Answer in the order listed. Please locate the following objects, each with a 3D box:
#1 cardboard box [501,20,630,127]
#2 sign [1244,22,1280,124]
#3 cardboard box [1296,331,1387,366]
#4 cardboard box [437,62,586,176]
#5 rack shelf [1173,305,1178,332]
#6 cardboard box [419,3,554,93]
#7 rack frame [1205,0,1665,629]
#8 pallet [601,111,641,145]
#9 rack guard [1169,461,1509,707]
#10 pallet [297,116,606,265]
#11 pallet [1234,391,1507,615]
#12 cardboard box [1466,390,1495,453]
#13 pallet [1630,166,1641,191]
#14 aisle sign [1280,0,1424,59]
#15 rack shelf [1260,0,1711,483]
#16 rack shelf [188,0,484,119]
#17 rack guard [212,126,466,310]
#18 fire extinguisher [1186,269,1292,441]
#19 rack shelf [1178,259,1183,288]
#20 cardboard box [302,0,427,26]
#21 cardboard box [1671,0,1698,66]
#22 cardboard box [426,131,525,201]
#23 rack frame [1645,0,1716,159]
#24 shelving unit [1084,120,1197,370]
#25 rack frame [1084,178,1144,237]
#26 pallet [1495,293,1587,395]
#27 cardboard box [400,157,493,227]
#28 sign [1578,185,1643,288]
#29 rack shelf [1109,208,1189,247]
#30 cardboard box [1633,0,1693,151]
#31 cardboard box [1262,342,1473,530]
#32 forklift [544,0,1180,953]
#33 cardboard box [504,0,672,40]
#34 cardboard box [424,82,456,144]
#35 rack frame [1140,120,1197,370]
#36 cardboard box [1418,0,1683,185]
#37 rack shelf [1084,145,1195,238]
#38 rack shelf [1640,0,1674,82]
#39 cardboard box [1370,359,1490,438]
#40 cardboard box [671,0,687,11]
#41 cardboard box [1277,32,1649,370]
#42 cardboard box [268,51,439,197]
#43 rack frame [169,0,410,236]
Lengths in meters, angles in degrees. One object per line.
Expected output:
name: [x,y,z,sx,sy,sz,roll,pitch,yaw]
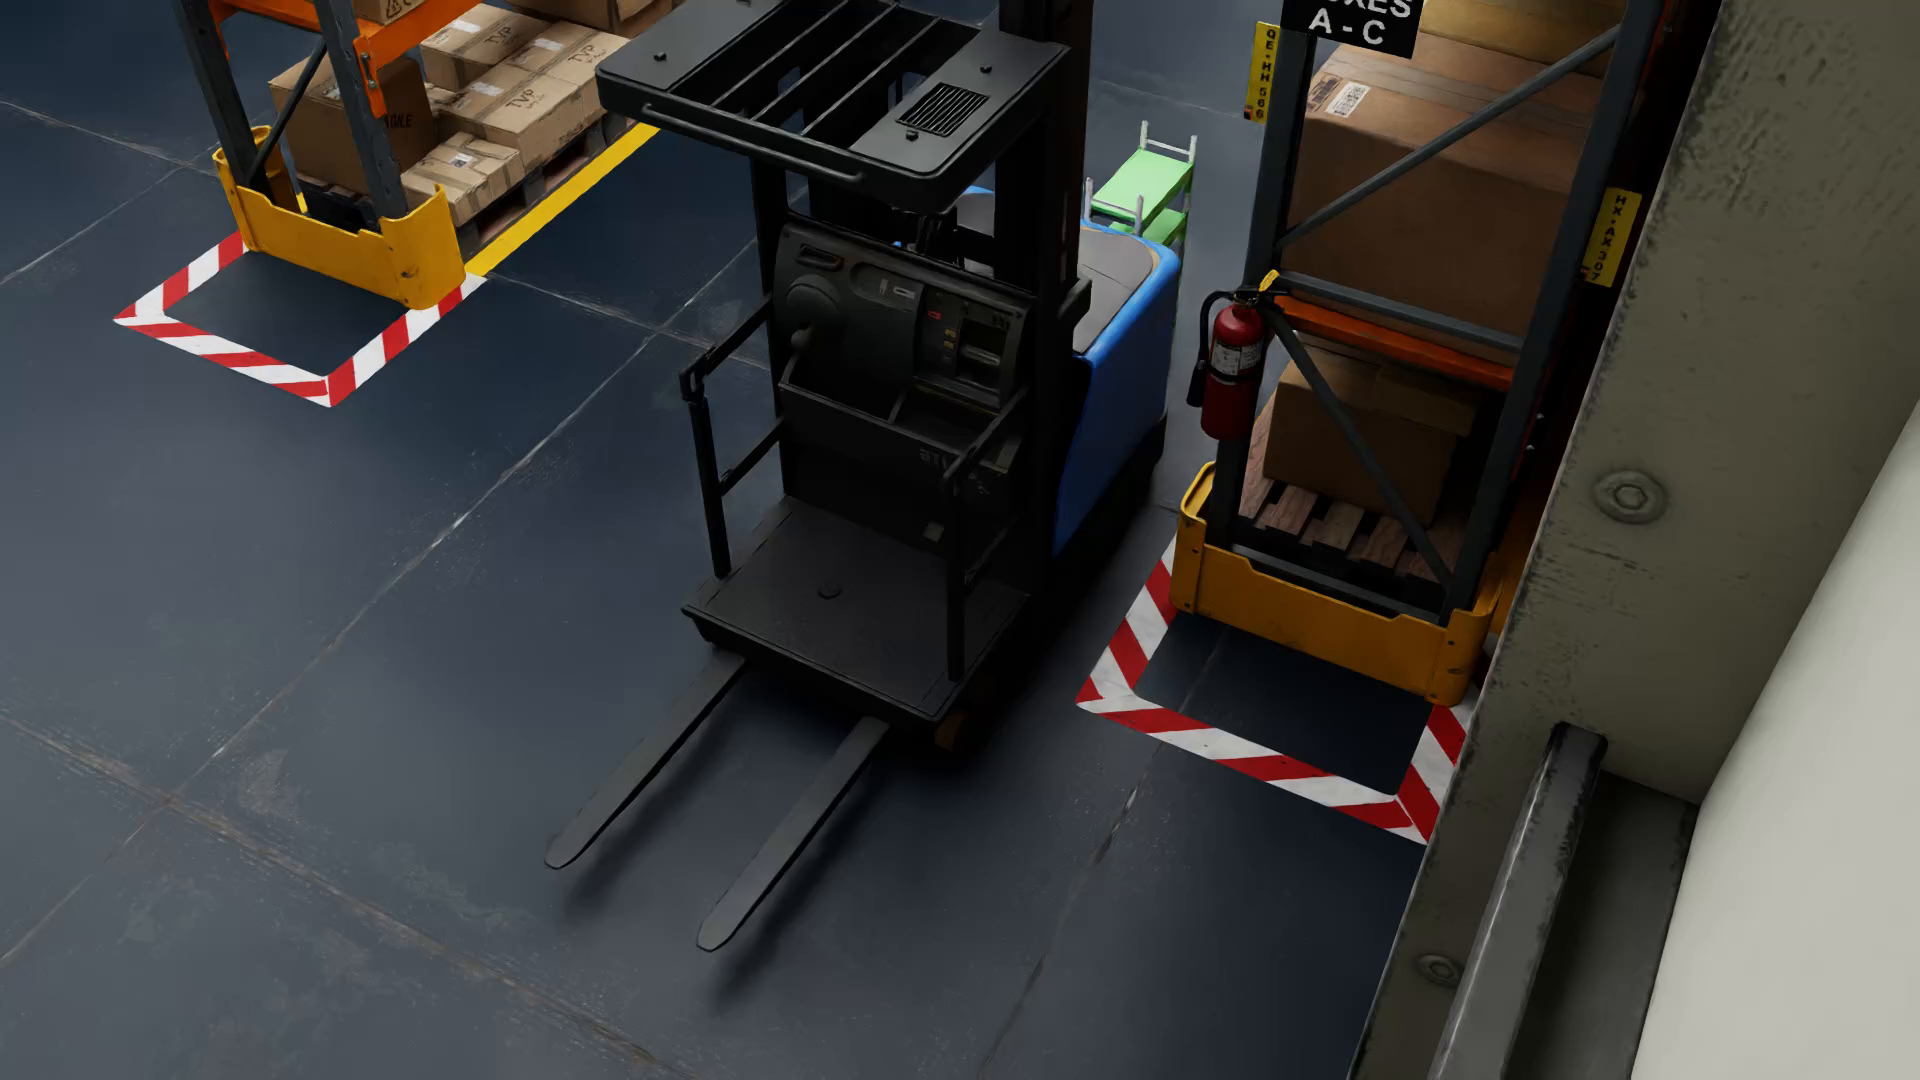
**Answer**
cardboard box: [-2.017,-2.437,8.674,0.500,0.250,0.500,20,49,19]
sign: [0.931,-1.415,5.059,0.100,0.325,0.005,20,49,19]
cardboard box: [1.539,-0.849,6.486,0.380,0.149,0.250,20,49,19]
cardboard box: [-2.249,-2.122,8.362,0.500,0.250,0.500,20,49,19]
rack shelf: [0.721,-0.871,7.195,0.258,0.148,0.480,23,50,21]
cardboard box: [-2.483,-2.571,8.806,0.500,0.250,0.500,20,49,19]
rack frame: [1.405,-0.737,5.370,1.000,3.000,0.127,20,49,19]
pallet: [-2.013,-2.706,9.276,1.003,0.211,1.213,20,49,19]
rack guard: [1.394,0.157,6.244,1.175,0.500,0.348,20,49,19]
pallet: [-2.580,-1.940,8.520,1.003,0.211,1.213,20,49,19]
pallet: [1.707,-0.286,6.885,1.003,0.211,1.213,20,49,19]
cardboard box: [1.873,-0.795,6.889,0.700,0.500,0.500,20,49,19]
pallet: [2.839,-1.824,8.404,1.003,0.211,1.213,20,49,19]
aisle sign: [1.106,-1.705,4.498,0.394,0.787,0.004,20,49,19]
rack shelf: [2.333,-1.744,6.871,1.077,0.370,4.000,20,49,19]
rack shelf: [-2.056,-3.377,8.485,1.077,0.370,4.000,20,49,19]
rack guard: [-2.949,-1.539,7.920,1.175,0.500,0.348,20,49,19]
fire extinguisher: [0.926,-0.636,5.586,0.296,0.674,0.183,20,49,19]
rack shelf: [0.721,-1.040,7.024,0.258,0.148,0.480,23,50,21]
cardboard box: [-2.545,-2.598,7.138,0.500,0.500,0.500,21,49,20]
cardboard box: [2.652,-2.568,6.968,0.980,0.700,0.700,19,48,18]
cardboard box: [-2.370,-1.837,8.139,0.380,0.166,0.250,20,49,19]
rack frame: [3.262,-3.257,7.860,1.000,3.000,0.127,20,49,19]
shelving unit: [0.721,-1.085,6.979,0.258,1.200,0.503,23,50,21]
rack frame: [0.598,-0.935,6.831,0.240,1.200,0.015,23,50,21]
pallet: [2.274,-1.052,7.641,1.003,0.211,1.213,20,49,19]
cardboard box: [-2.486,-1.673,7.990,0.380,0.149,0.250,20,49,19]
sign: [1.894,-0.882,4.849,0.100,0.325,0.005,20,49,19]
rack shelf: [0.721,-1.209,6.854,0.258,0.148,0.480,23,50,21]
cardboard box: [2.323,-2.106,6.512,0.980,0.700,0.700,18,48,17]
cardboard box: [1.641,-0.480,6.578,0.700,0.500,0.500,20,49,19]
forklift: [-0.312,-0.643,5.325,1.130,2.935,3.031,22,49,20]
cardboard box: [-1.995,-2.982,9.034,0.797,0.503,0.637,20,49,19]
cardboard box: [-2.683,-2.178,8.477,0.380,0.166,0.250,20,49,19]
rack frame: [0.844,-1.235,7.127,0.240,1.200,0.015,23,50,21]
cardboard box: [1.961,-1.629,6.040,0.980,0.700,0.700,20,49,19]
rack shelf: [0.721,-1.378,6.683,0.258,0.148,0.480,23,50,21]
rack shelf: [2.333,-2.799,5.804,1.077,0.370,4.000,20,49,19]
cardboard box: [1.760,-0.563,6.204,0.380,0.149,0.250,21,49,19]
cardboard box: [-1.489,-3.175,9.360,0.500,0.311,0.500,20,49,19]
cardboard box: [1.633,-1.167,5.584,0.980,0.700,0.700,23,50,21]
cardboard box: [-2.950,-2.070,8.135,0.500,0.500,0.500,20,49,19]
rack frame: [-2.985,-2.370,6.984,1.000,3.000,0.127,20,49,19]
